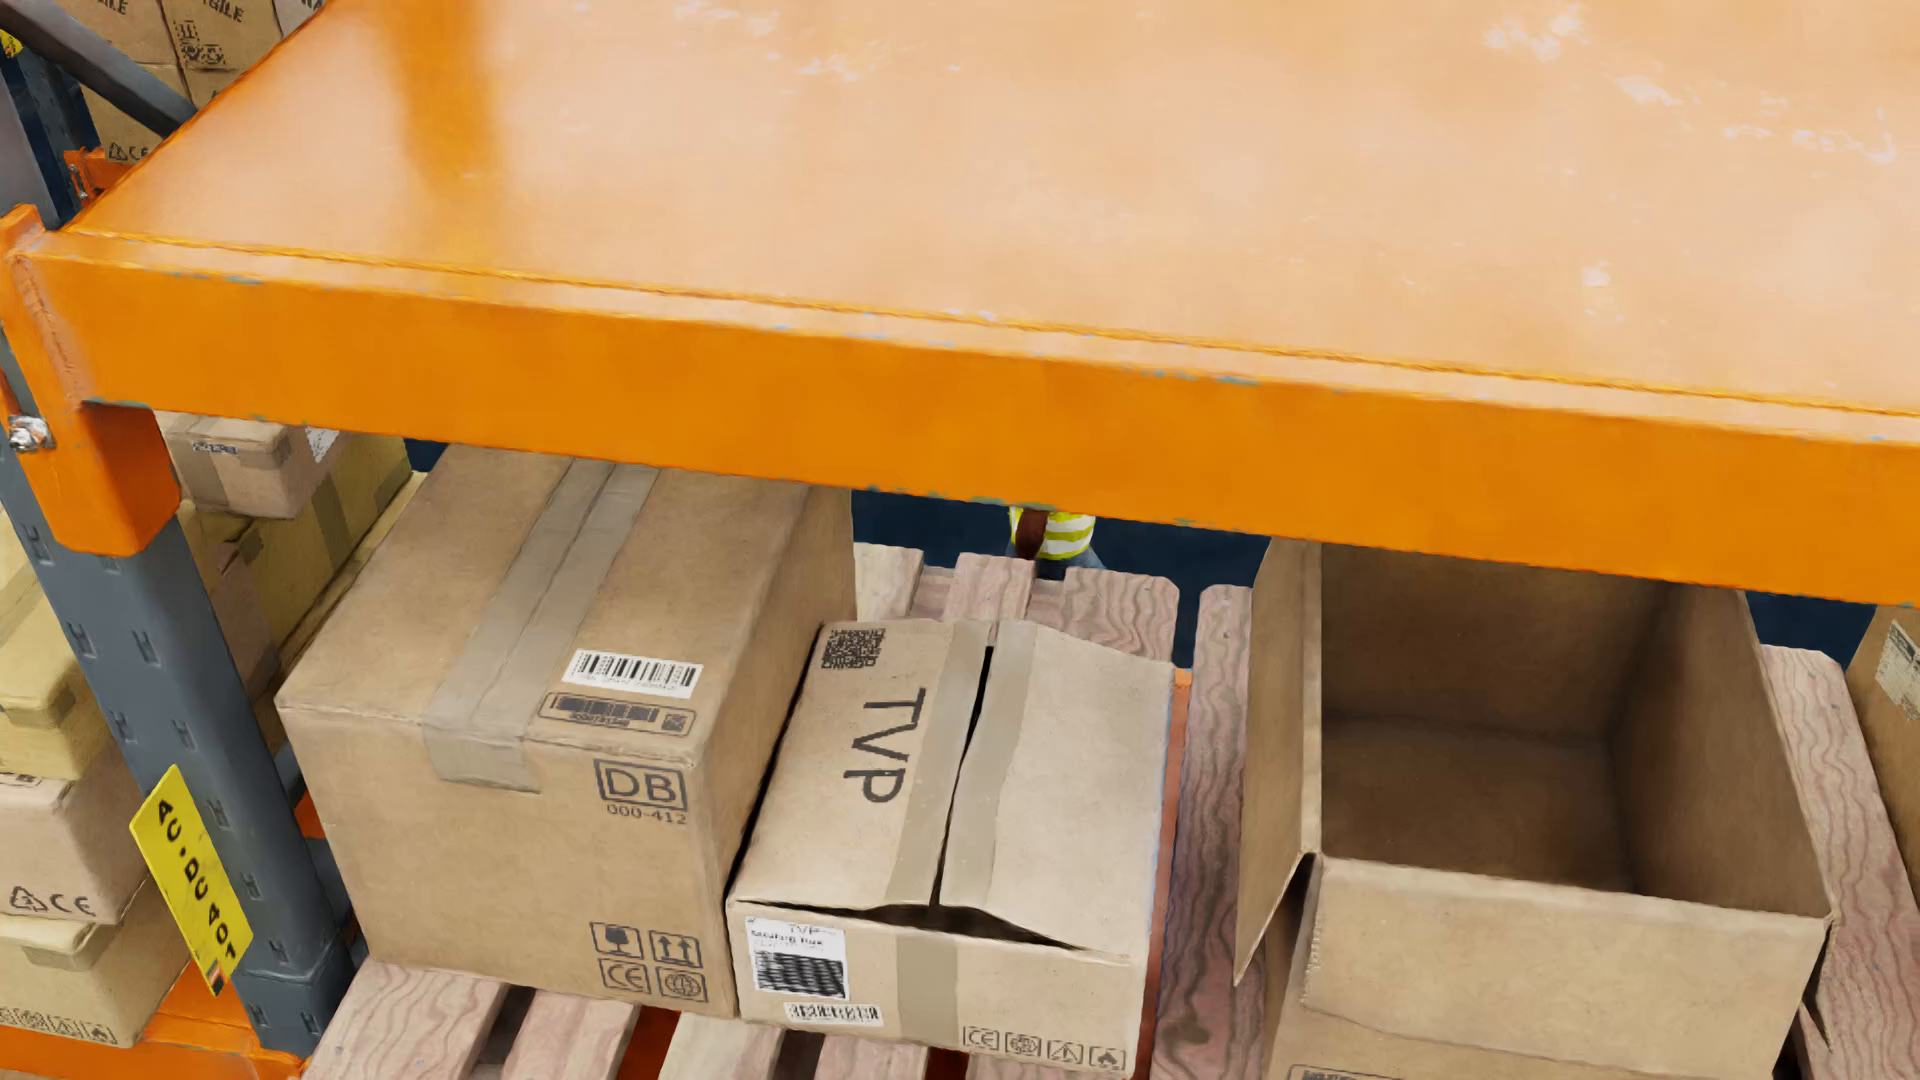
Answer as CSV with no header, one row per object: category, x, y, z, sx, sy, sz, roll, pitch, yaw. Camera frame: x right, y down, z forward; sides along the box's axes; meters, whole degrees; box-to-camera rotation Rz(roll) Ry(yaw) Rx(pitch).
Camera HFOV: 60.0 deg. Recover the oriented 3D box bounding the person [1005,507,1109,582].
person,0.451,-0.075,6.232,0.982,1.711,0.592,1,40,1
